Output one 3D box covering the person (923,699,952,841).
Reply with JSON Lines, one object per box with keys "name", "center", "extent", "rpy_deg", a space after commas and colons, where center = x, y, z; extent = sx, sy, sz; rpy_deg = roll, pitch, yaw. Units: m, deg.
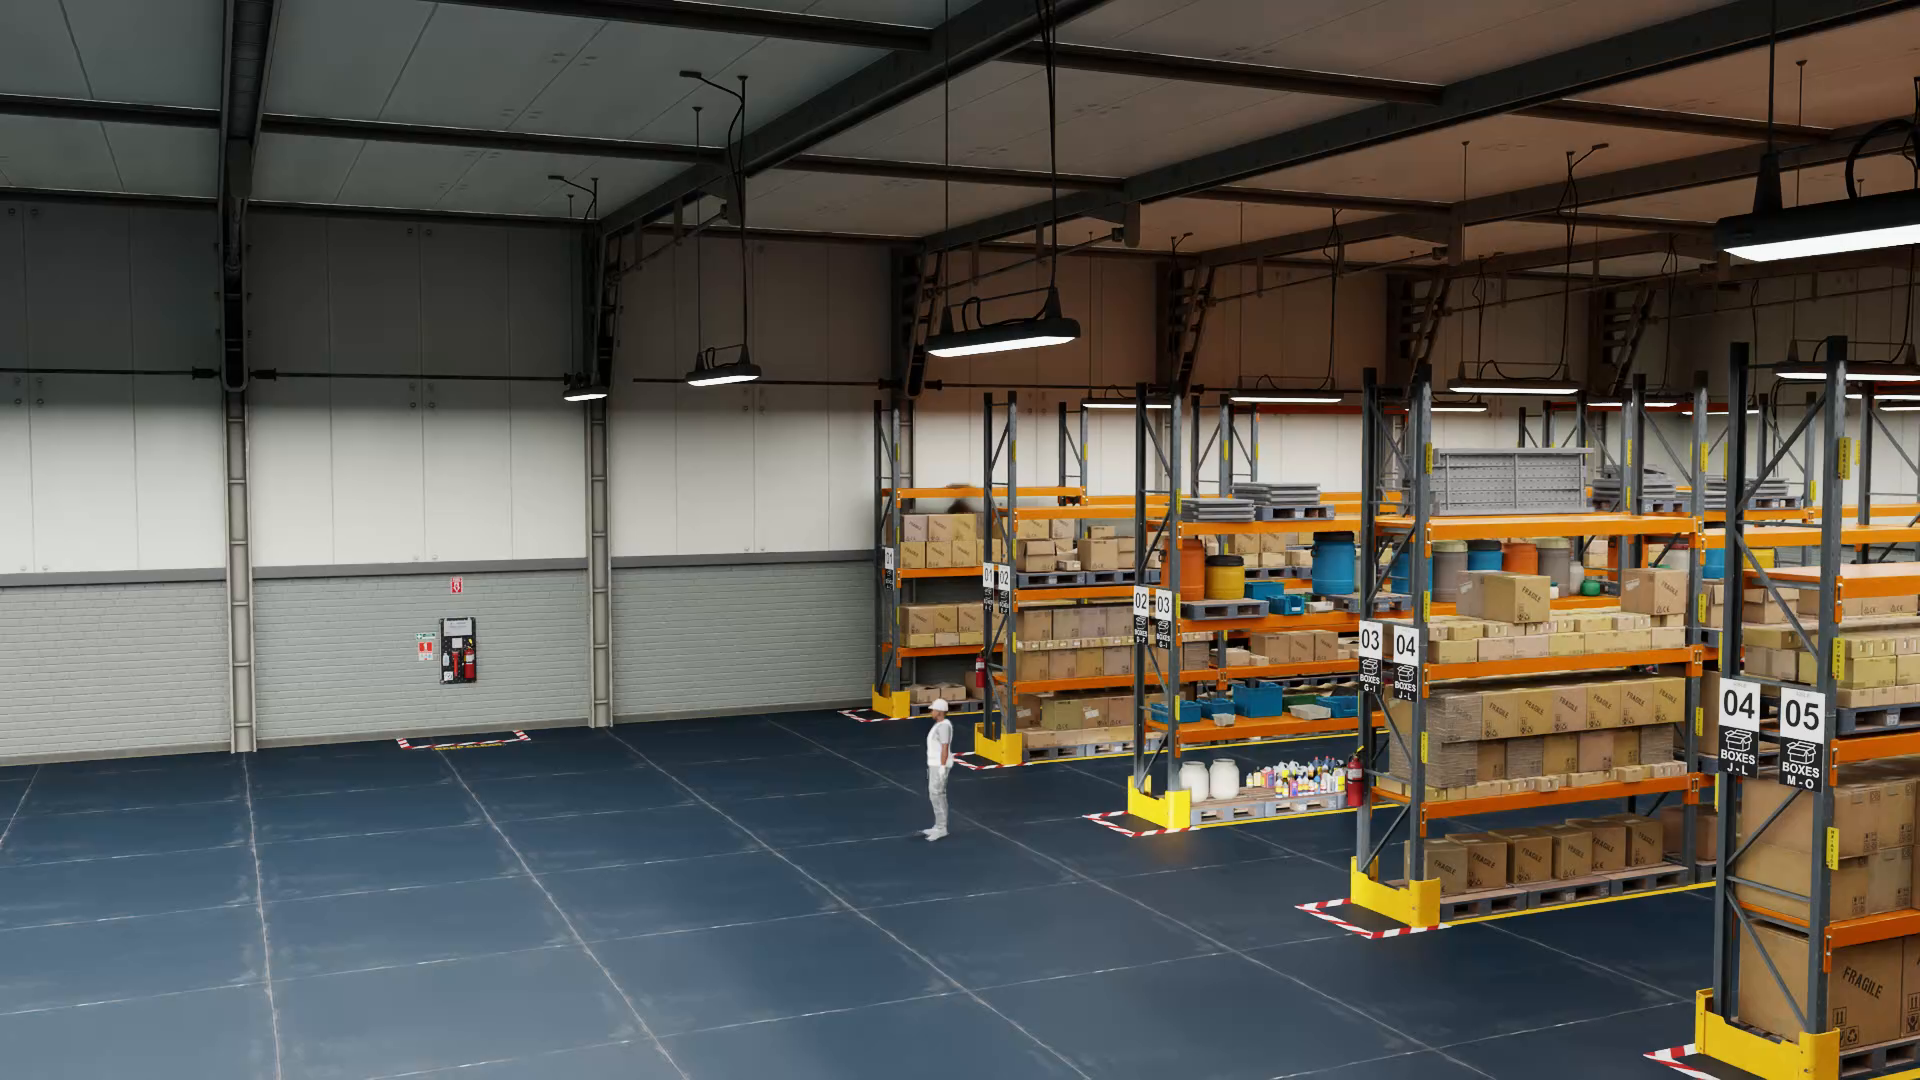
{"name": "person", "center": [-0.296, 3.008, 21.882], "extent": [0.393, 1.829, 0.611], "rpy_deg": [0, 3, -1]}
